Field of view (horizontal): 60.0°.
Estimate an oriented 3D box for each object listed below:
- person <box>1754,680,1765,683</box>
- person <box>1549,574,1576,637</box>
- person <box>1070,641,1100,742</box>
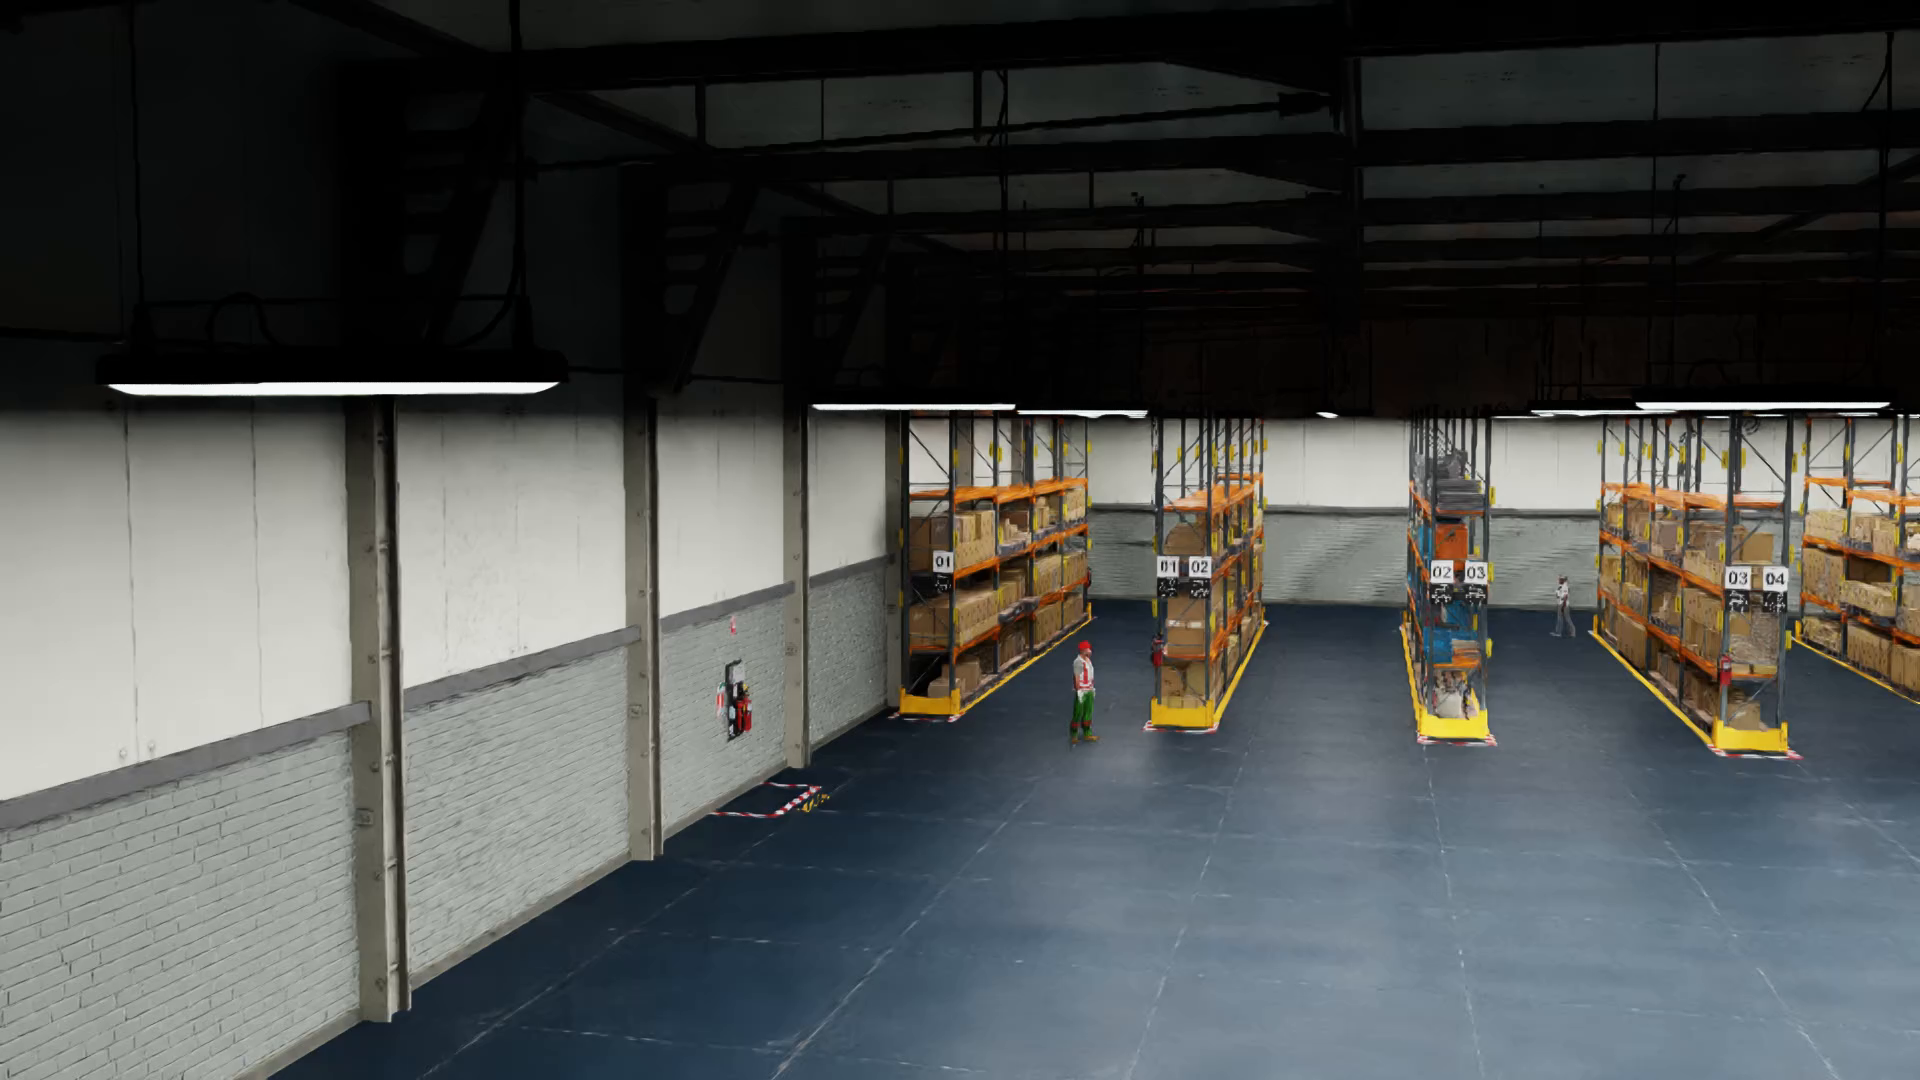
[{"bbox_3d":[17.314,2.241,36.458,0.598,1.698,1.194,1,4,16],"label":"person"},{"bbox_3d":[16.008,1.729,44.115,0.613,1.659,0.706,0,4,6],"label":"person"},{"bbox_3d":[2.213,2.686,29.634,0.418,1.790,0.629,3,5,33],"label":"person"}]
